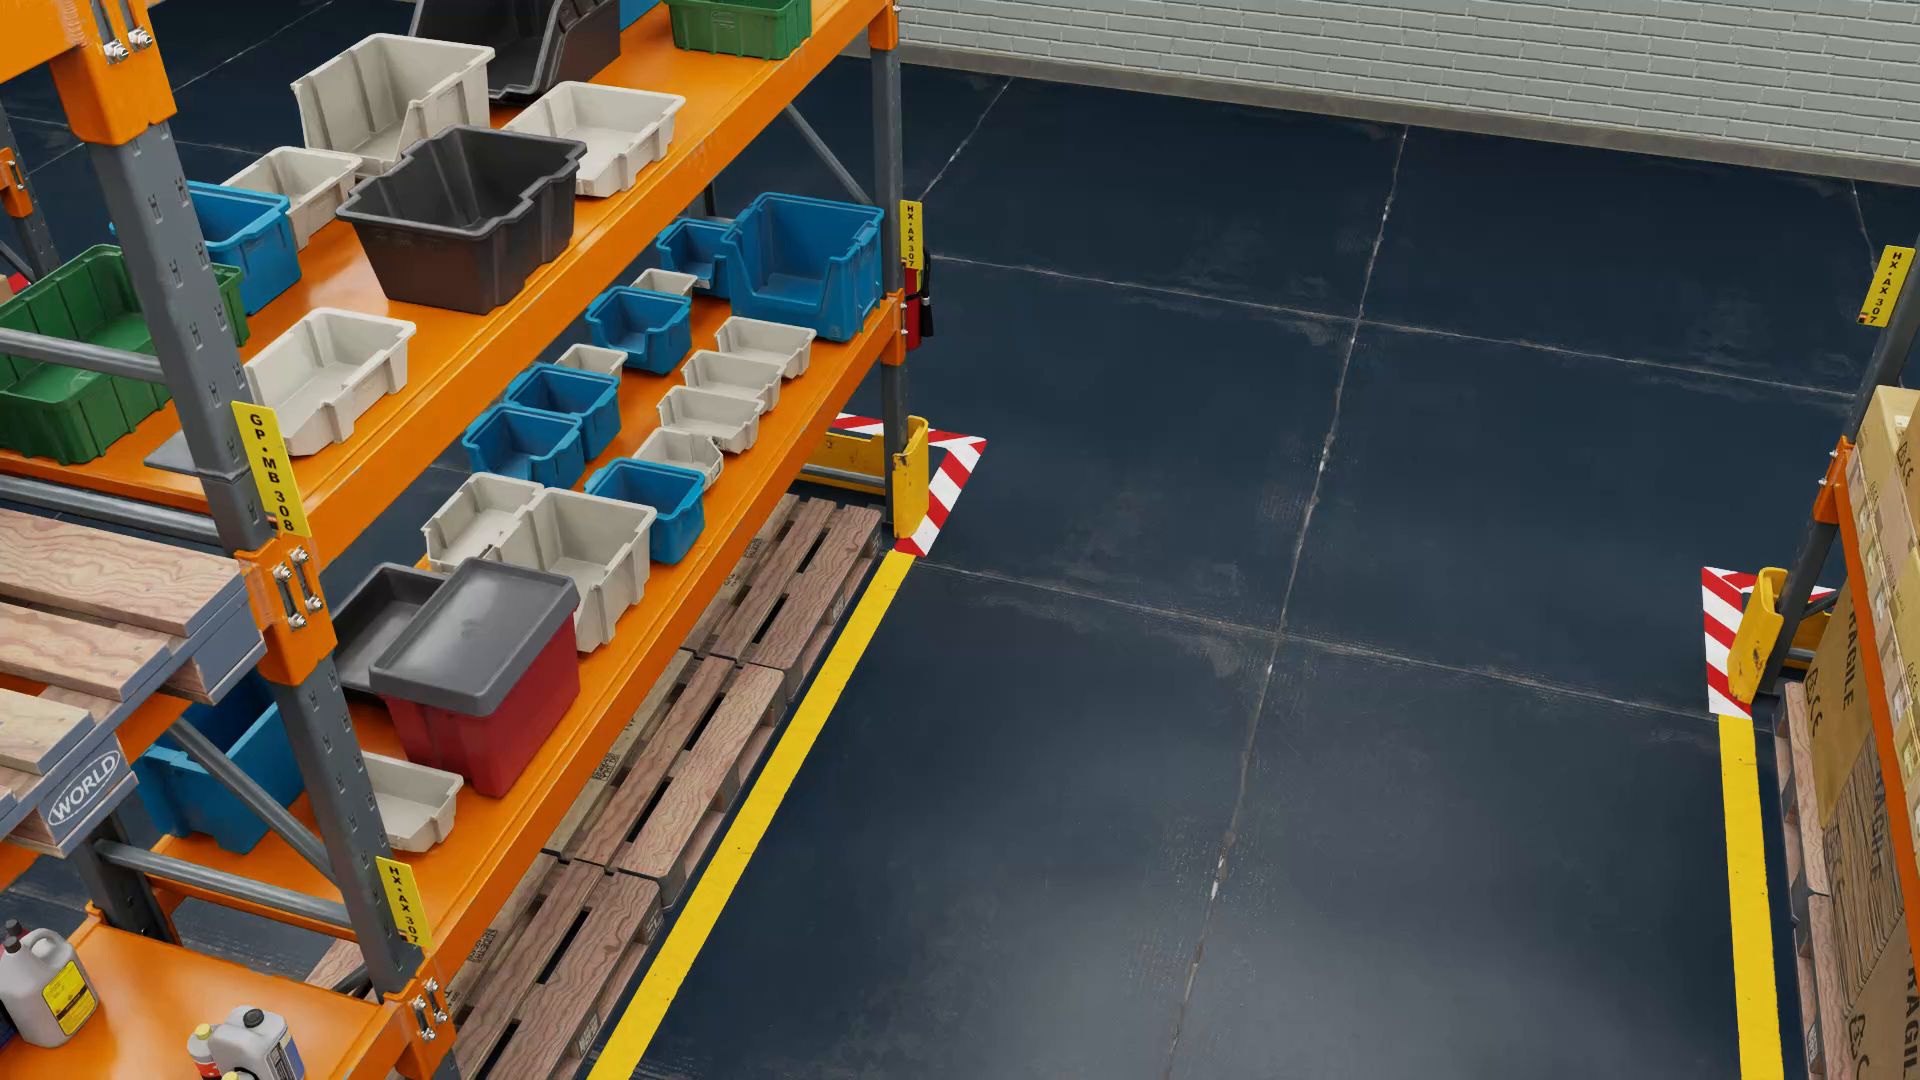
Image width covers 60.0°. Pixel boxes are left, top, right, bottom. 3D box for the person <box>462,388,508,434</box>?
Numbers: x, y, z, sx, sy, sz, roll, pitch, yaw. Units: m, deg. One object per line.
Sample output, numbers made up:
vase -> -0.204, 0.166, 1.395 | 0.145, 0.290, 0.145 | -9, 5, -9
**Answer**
person -> -2.394, -1.104, 8.309 | 0.549, 1.582, 0.409 | 26, 44, 29
